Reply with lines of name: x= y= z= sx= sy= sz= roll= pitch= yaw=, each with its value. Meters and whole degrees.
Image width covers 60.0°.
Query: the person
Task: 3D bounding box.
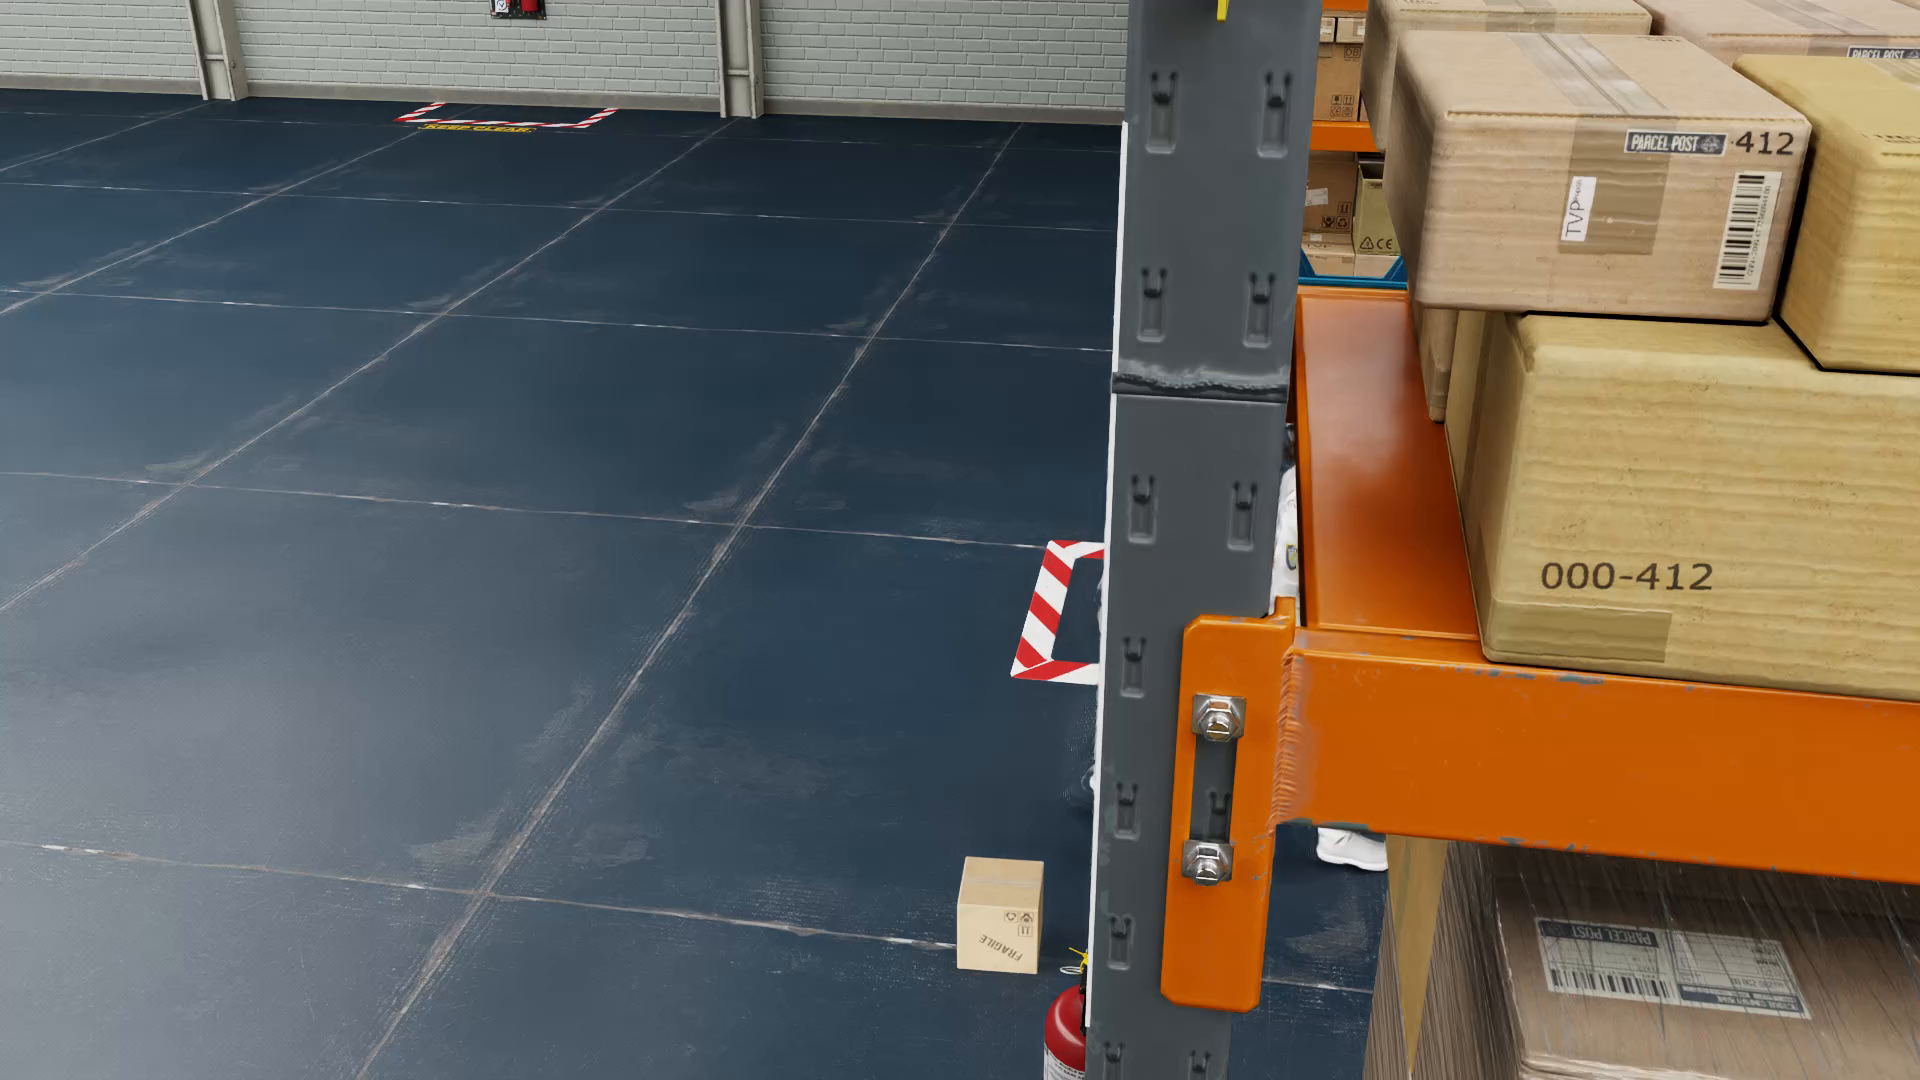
person: x=1.065 y=0.280 z=5.462 sx=0.916 sy=1.646 sz=0.484 roll=3 pitch=25 yaw=7
